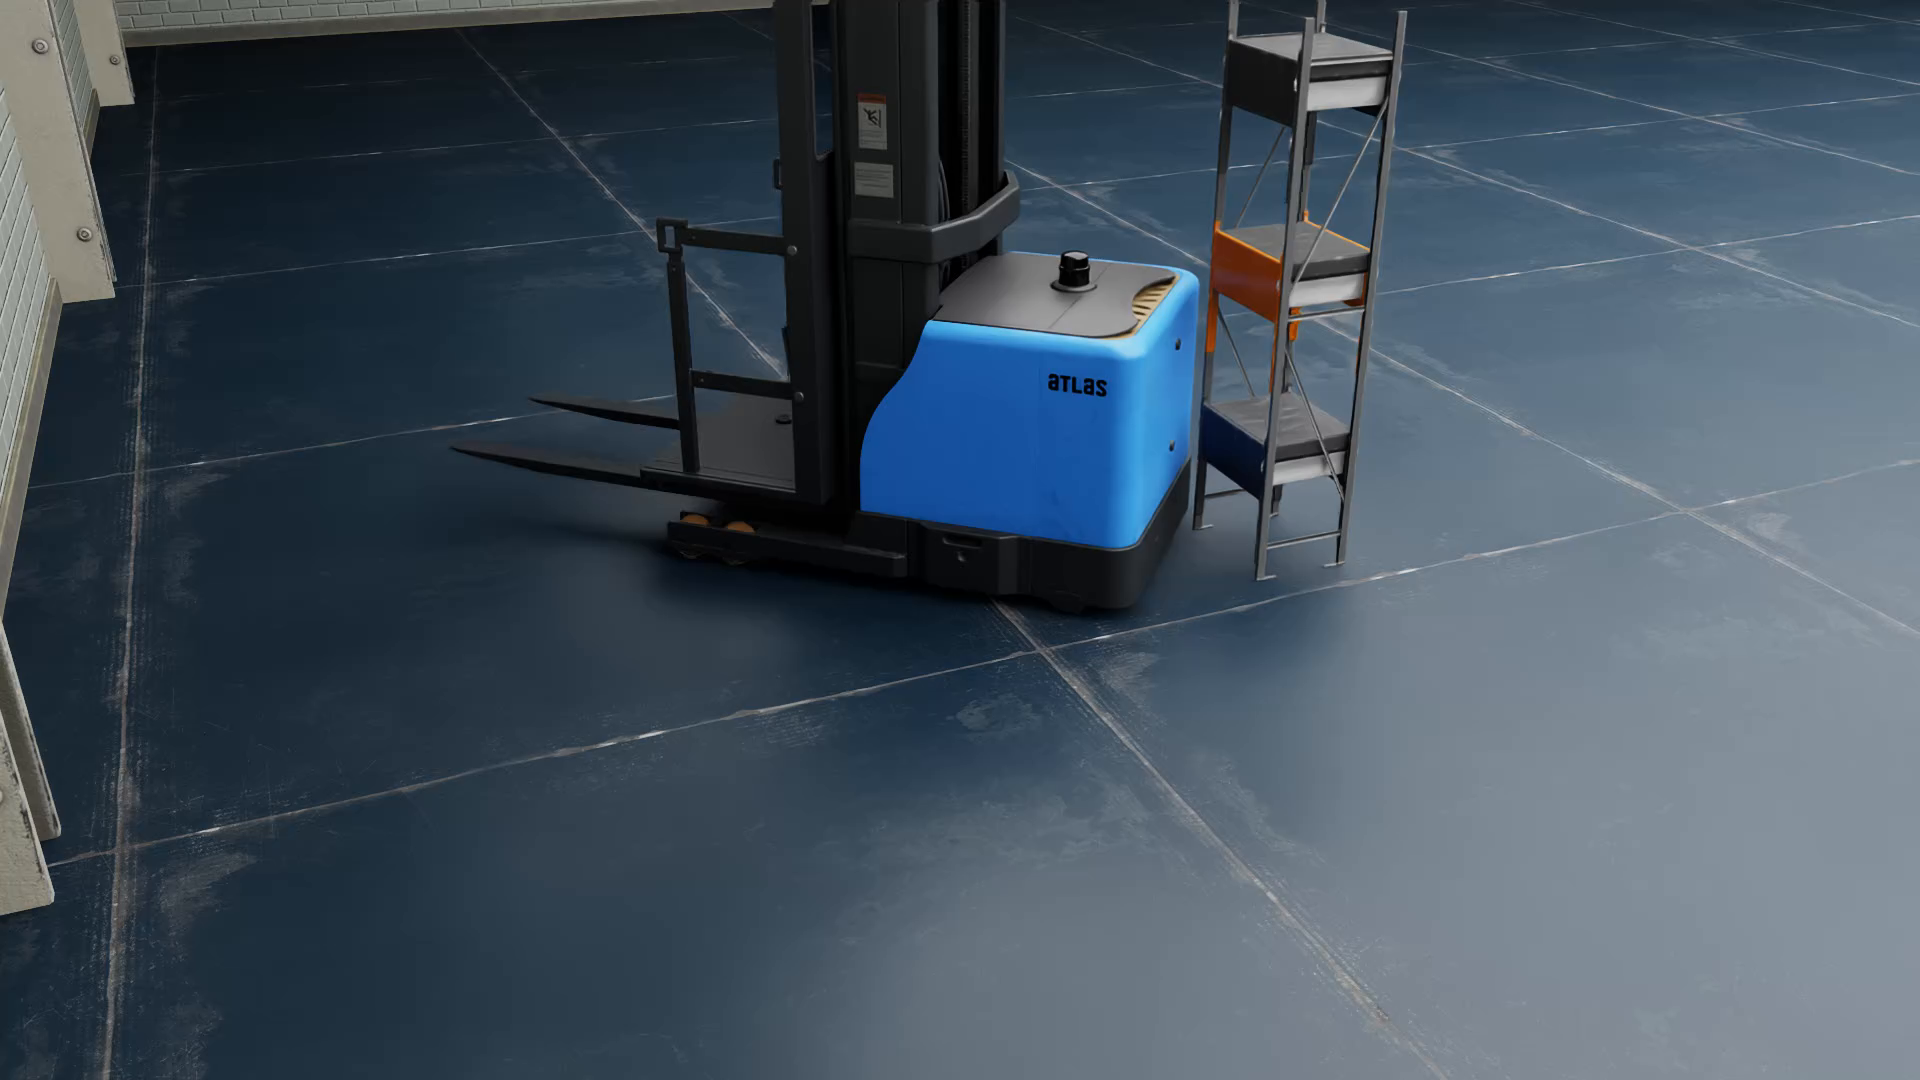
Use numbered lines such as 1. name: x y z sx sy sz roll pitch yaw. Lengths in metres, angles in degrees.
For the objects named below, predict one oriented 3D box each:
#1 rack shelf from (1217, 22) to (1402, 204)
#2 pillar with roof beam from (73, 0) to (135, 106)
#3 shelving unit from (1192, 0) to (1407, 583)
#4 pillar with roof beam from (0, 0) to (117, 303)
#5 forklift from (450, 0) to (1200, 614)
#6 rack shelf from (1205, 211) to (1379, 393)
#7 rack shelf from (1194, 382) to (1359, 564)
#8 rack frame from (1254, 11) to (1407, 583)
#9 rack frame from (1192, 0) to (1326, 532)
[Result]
1. rack shelf: 1.235 -1.530 5.927 0.431 0.518 0.480 -10 28 -20
2. pillar with roof beam: -3.501 -8.663 14.236 9.100 9.000 0.400 -11 28 -21
3. shelving unit: 1.234 -0.914 6.228 0.431 2.100 0.503 -10 28 -20
4. pillar with roof beam: -1.151 -6.240 9.275 9.100 9.000 0.400 -11 28 -21
5. forklift: -0.630 -1.427 6.332 3.031 2.935 1.130 9 27 18
6. rack shelf: 1.234 -0.901 6.234 0.431 0.518 0.480 -10 28 -20
7. rack shelf: 1.234 -0.272 6.541 0.431 0.518 0.480 -10 28 -20
8. rack frame: 1.326 -0.814 6.024 0.400 2.100 0.015 -10 28 -20
9. rack frame: 1.143 -1.013 6.431 0.400 2.100 0.015 -10 28 -20
